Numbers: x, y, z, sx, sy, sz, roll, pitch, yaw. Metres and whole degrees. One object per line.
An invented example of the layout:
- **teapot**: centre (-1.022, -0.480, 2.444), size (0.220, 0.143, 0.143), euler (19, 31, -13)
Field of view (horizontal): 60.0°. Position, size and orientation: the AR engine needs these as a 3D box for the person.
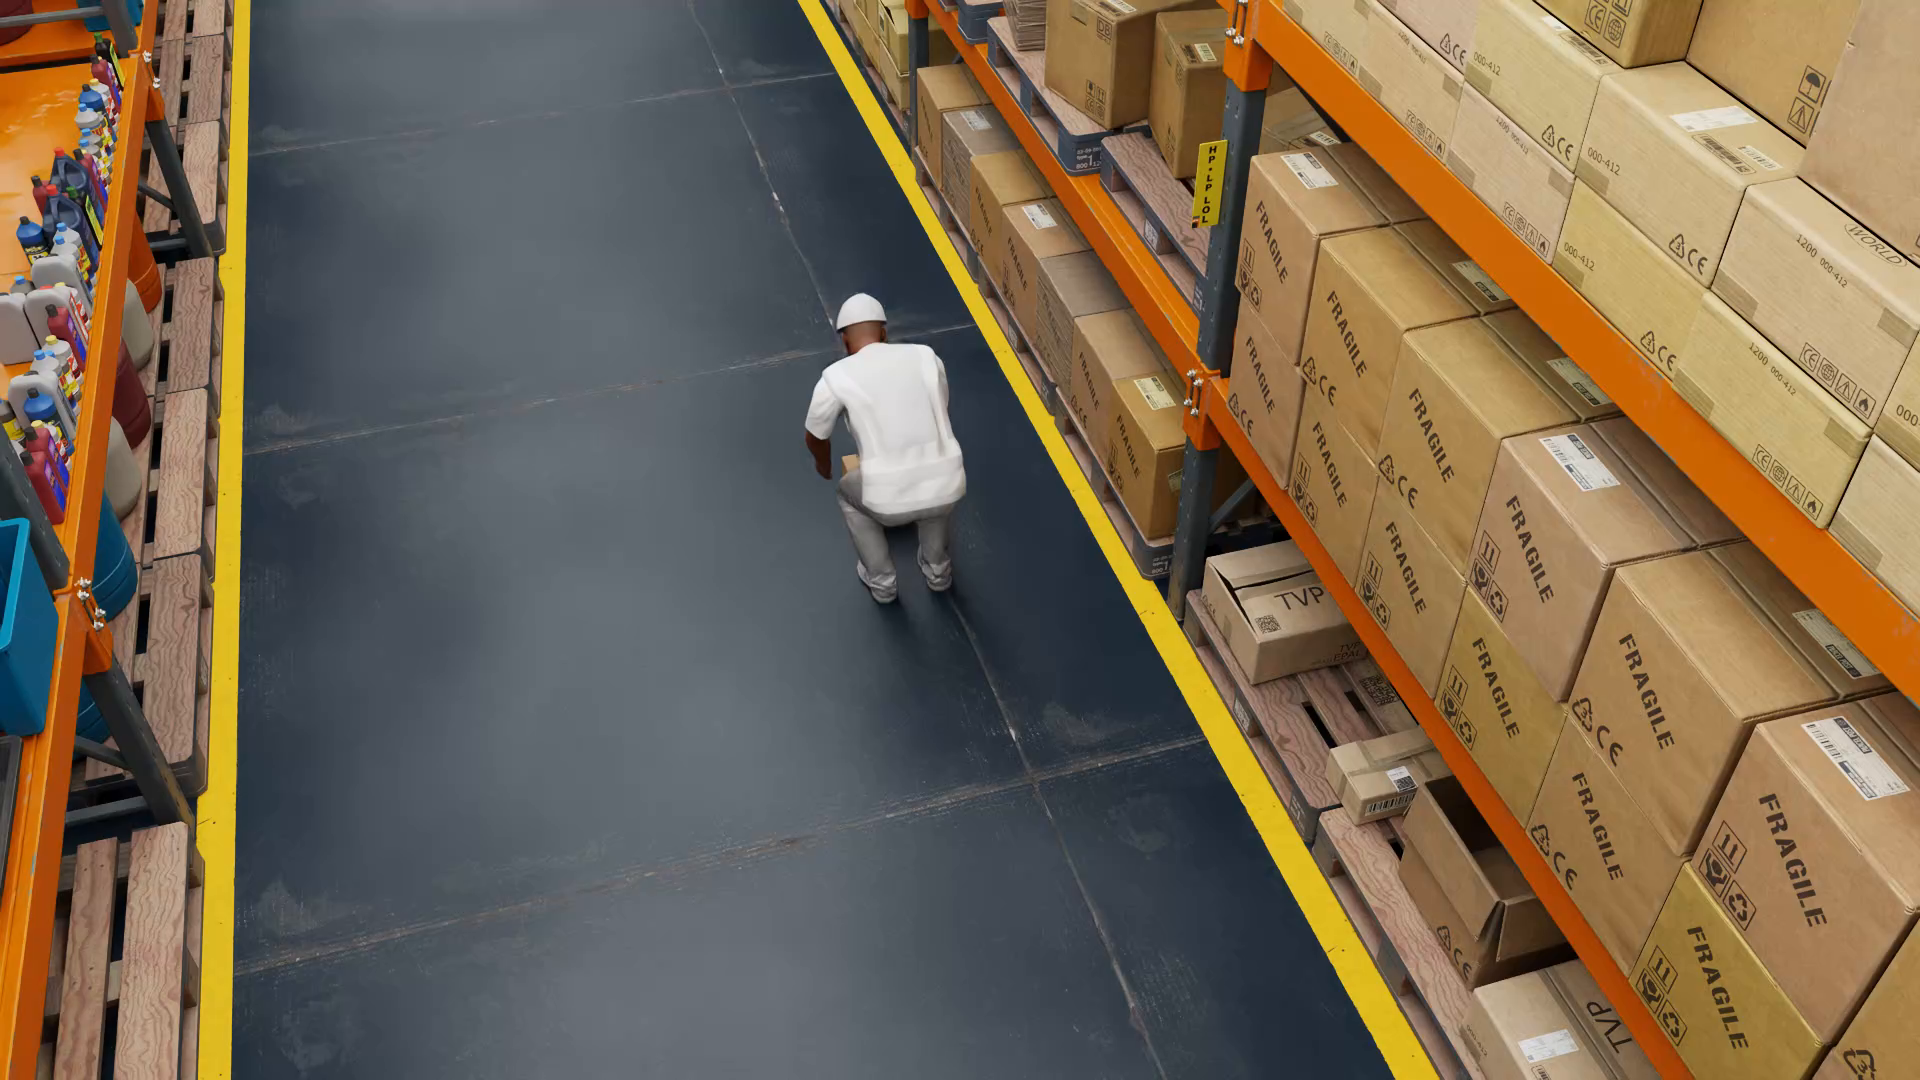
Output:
- **person**: centre (-0.306, -0.338, 6.925), size (0.622, 1.224, 0.838), euler (-11, 43, -12)
